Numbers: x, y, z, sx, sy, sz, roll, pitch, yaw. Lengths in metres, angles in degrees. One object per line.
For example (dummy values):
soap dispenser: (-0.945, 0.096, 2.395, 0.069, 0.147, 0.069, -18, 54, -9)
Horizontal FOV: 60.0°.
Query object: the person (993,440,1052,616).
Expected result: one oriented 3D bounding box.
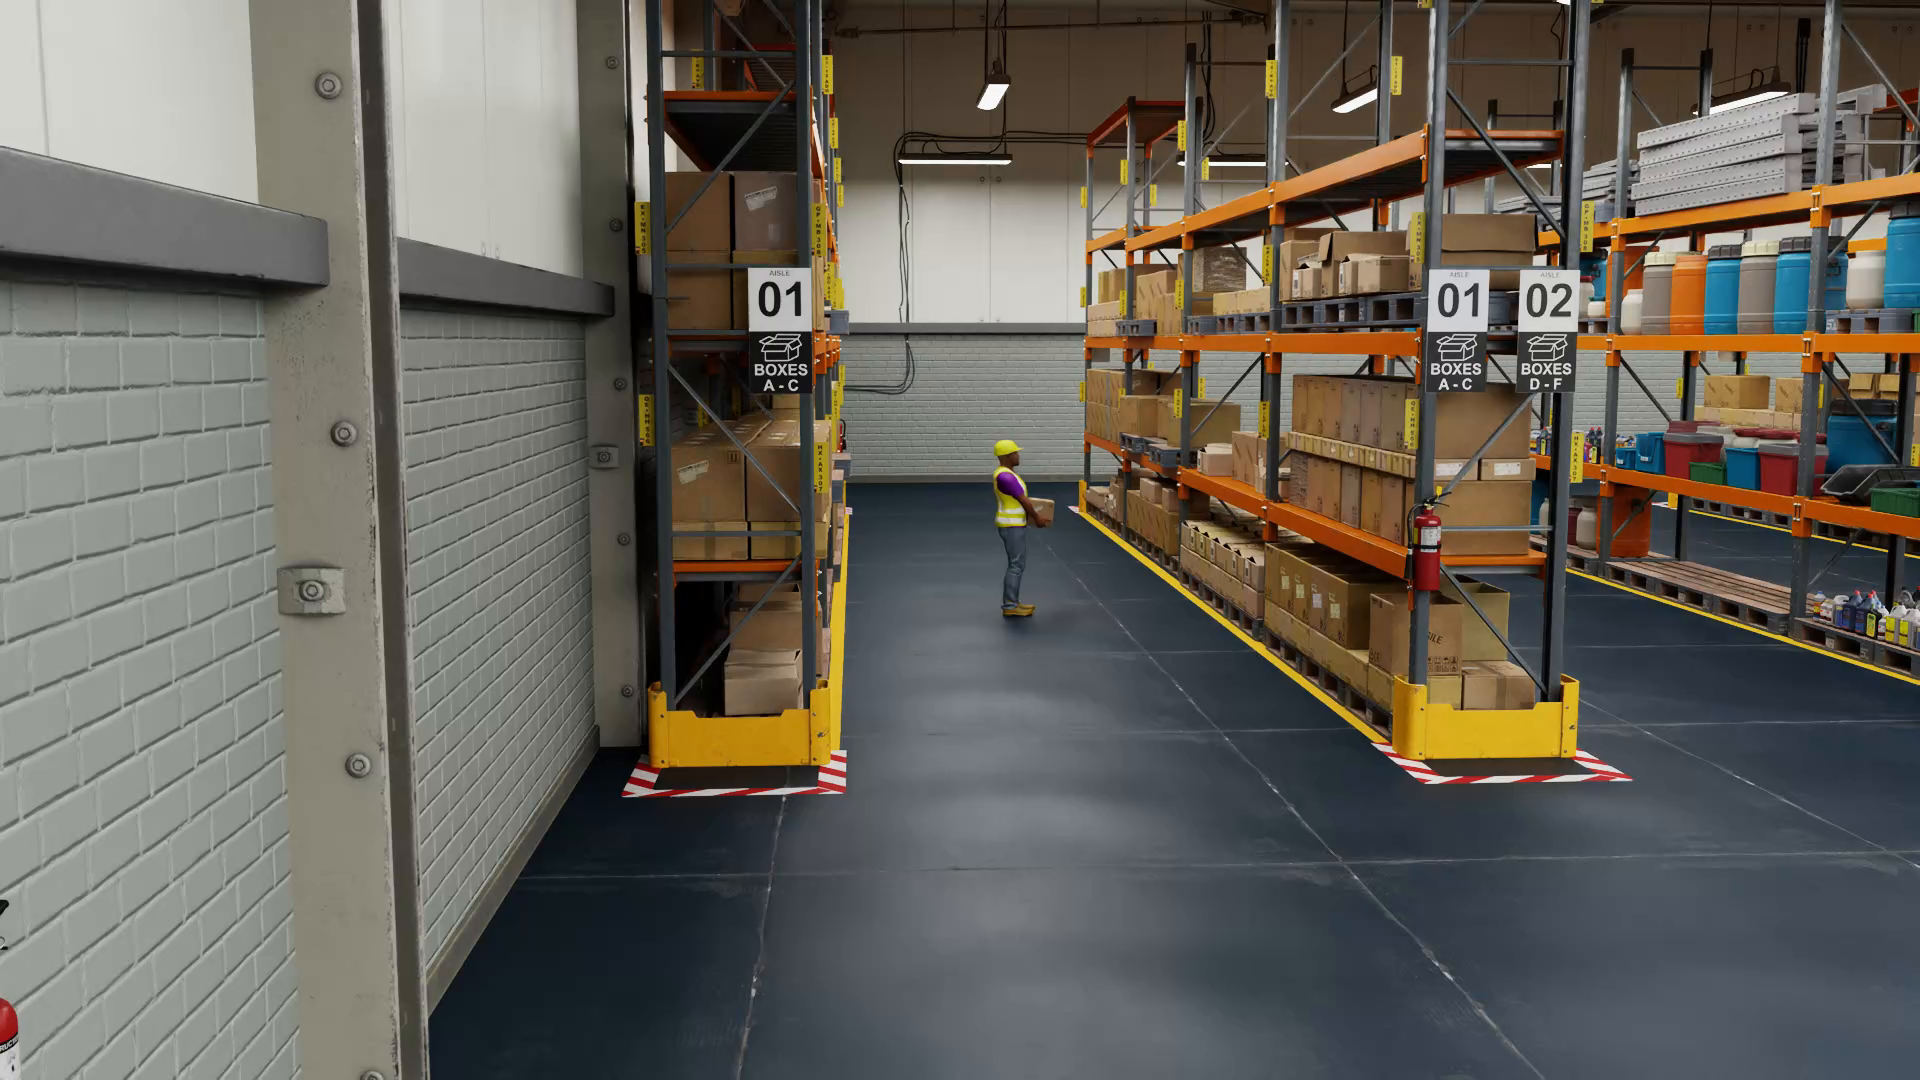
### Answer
person: (0.621, -0.131, 16.766, 0.587, 1.760, 0.503, 0, 7, -3)
